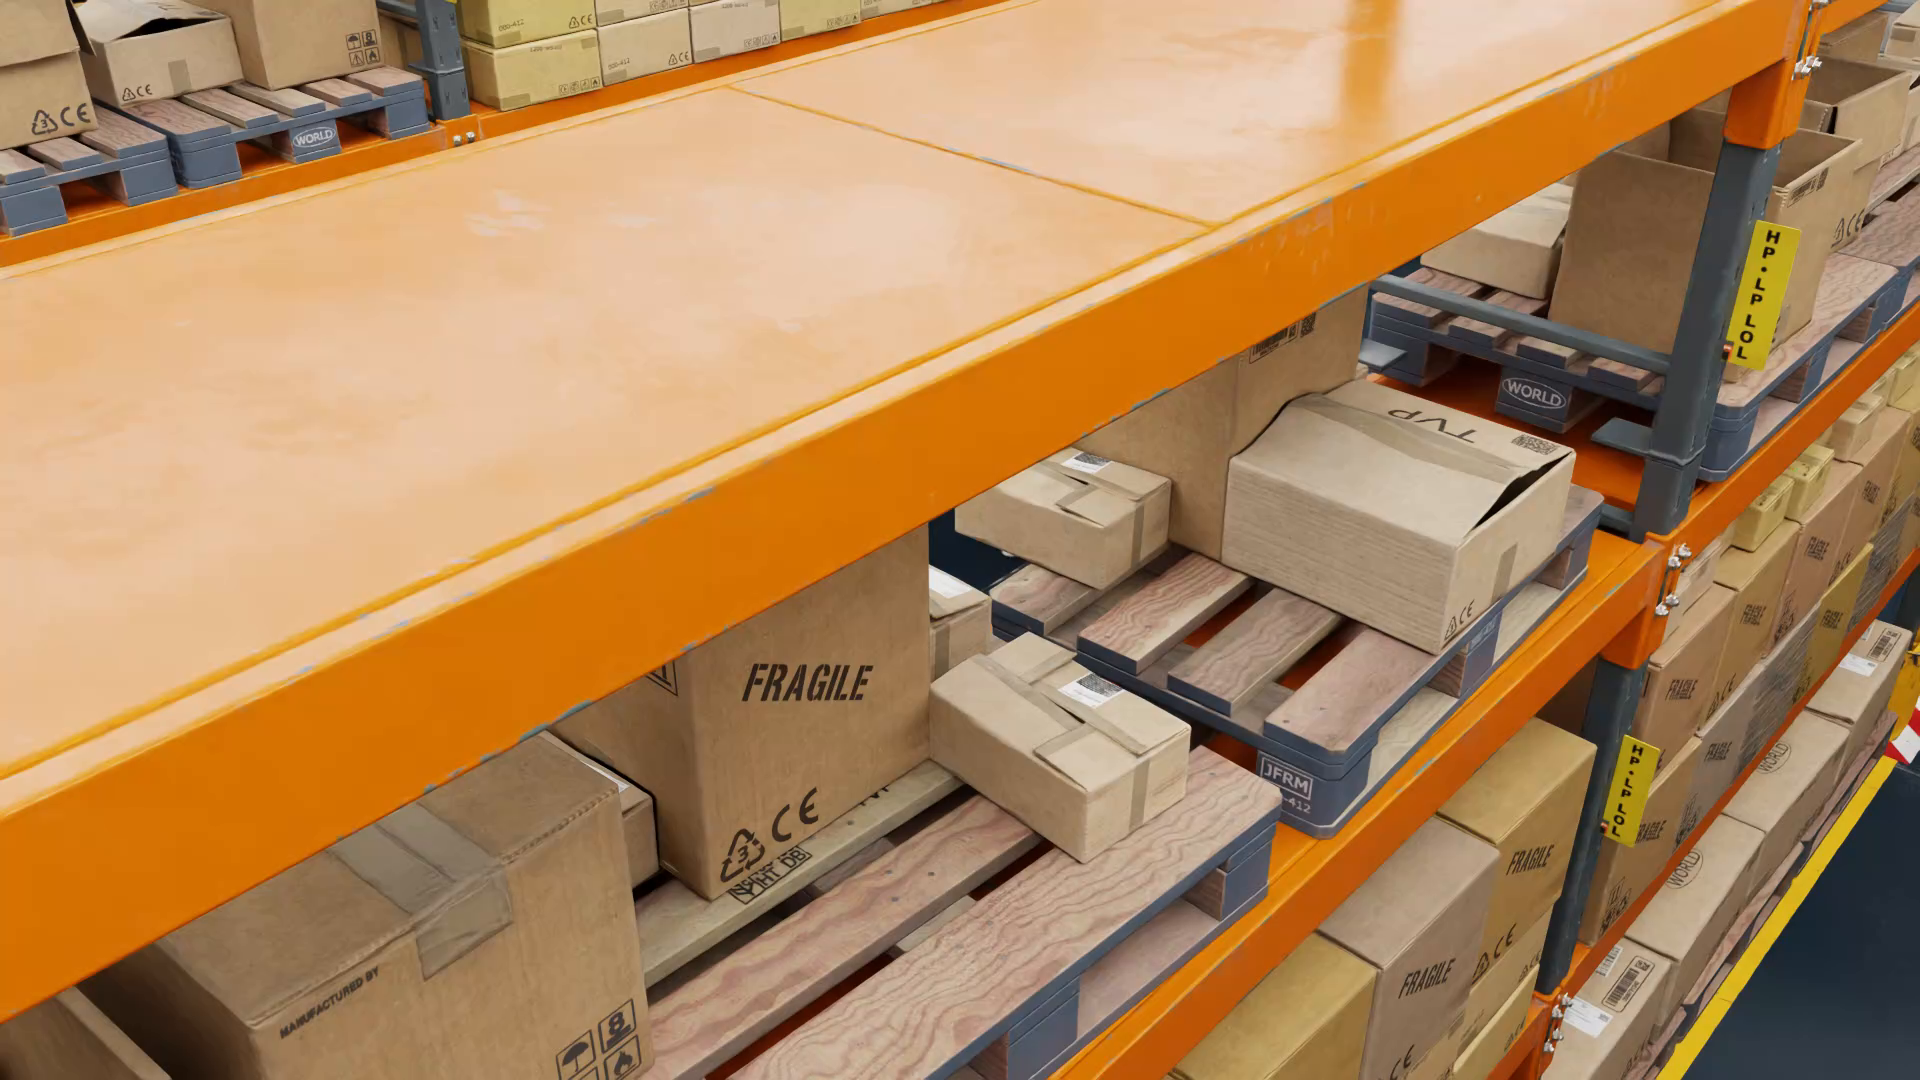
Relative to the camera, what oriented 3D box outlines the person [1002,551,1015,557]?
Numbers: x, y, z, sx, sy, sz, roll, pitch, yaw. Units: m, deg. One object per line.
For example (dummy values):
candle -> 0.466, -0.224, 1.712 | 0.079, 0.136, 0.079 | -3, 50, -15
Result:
person -> 0.553, -0.658, 8.961 | 0.547, 1.564, 0.760 | 23, 38, 33
